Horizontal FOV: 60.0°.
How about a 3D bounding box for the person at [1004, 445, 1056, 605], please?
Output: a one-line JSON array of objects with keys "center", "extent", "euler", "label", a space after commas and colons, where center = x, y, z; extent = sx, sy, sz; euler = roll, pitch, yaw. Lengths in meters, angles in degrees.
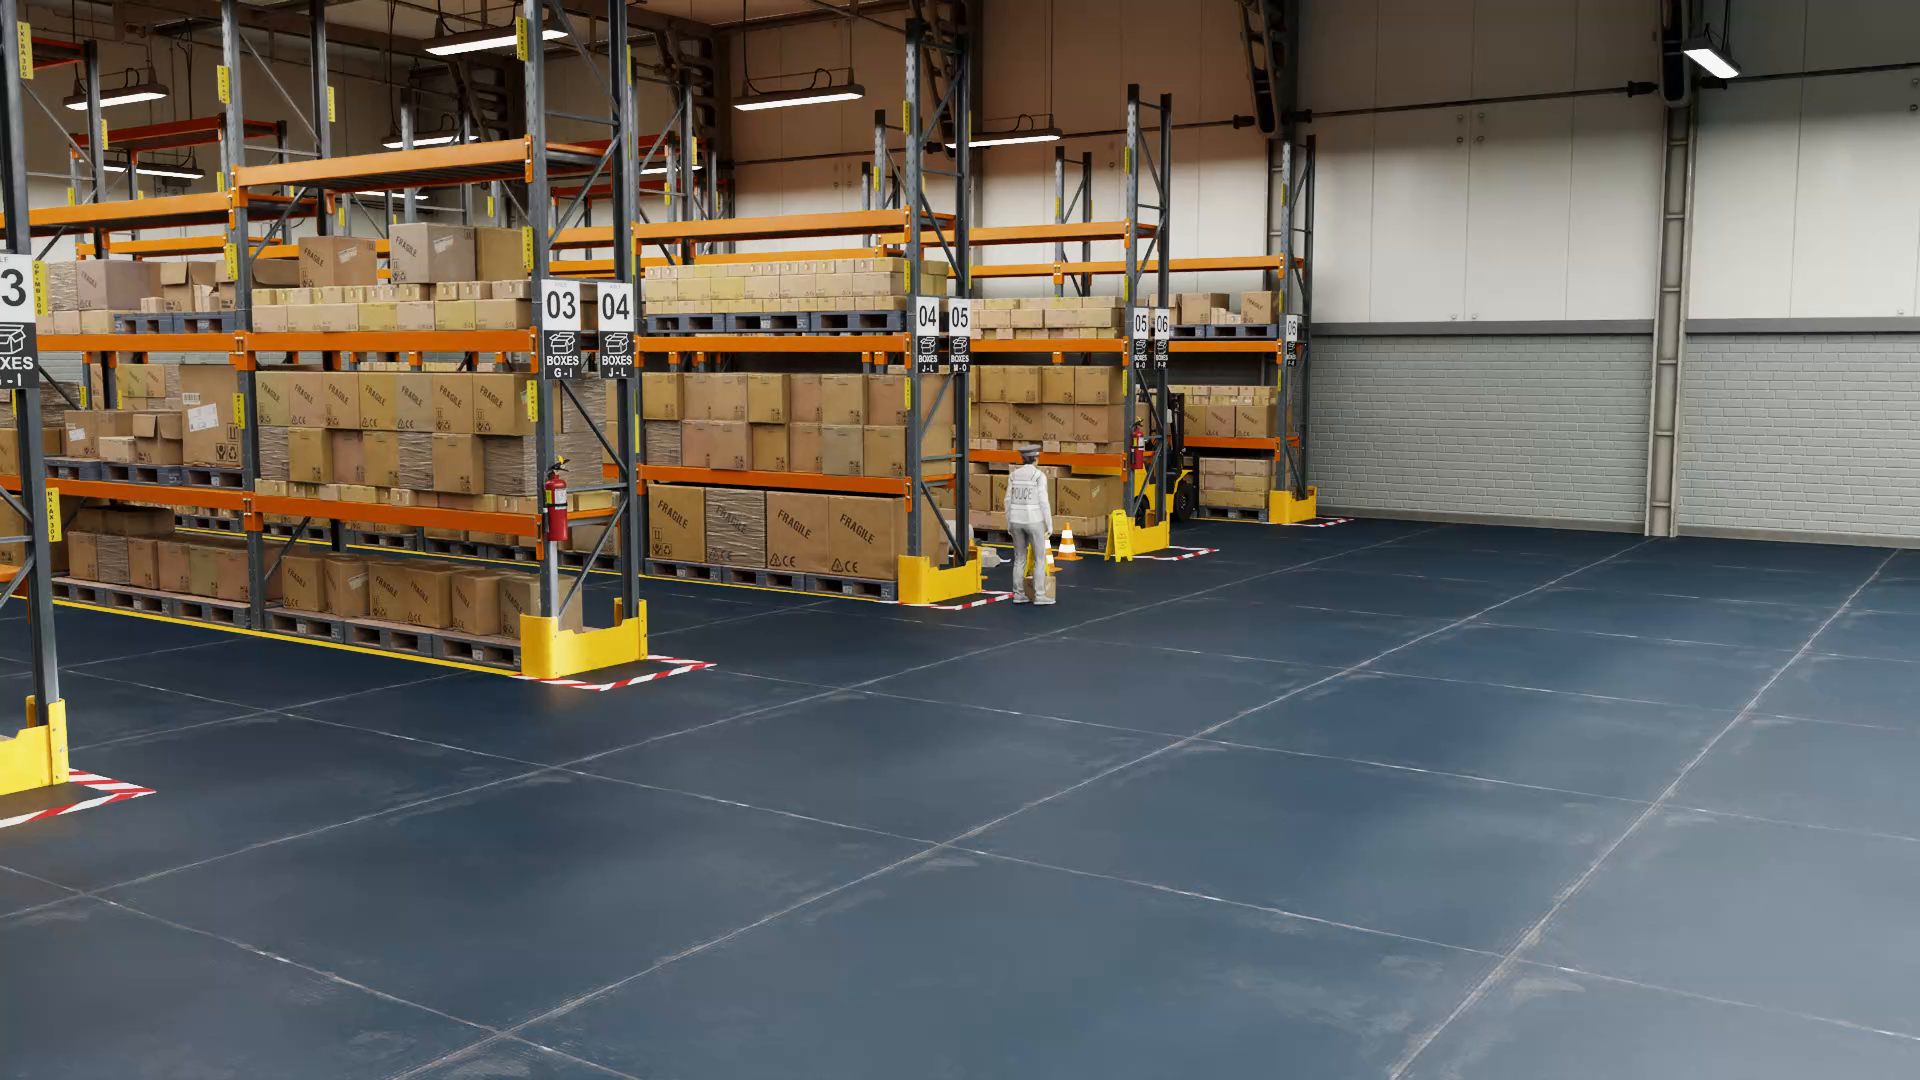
[{"center": [0.719, -0.160, 17.413], "extent": [0.538, 1.663, 0.377], "euler": [4, 8, 32], "label": "person"}]
